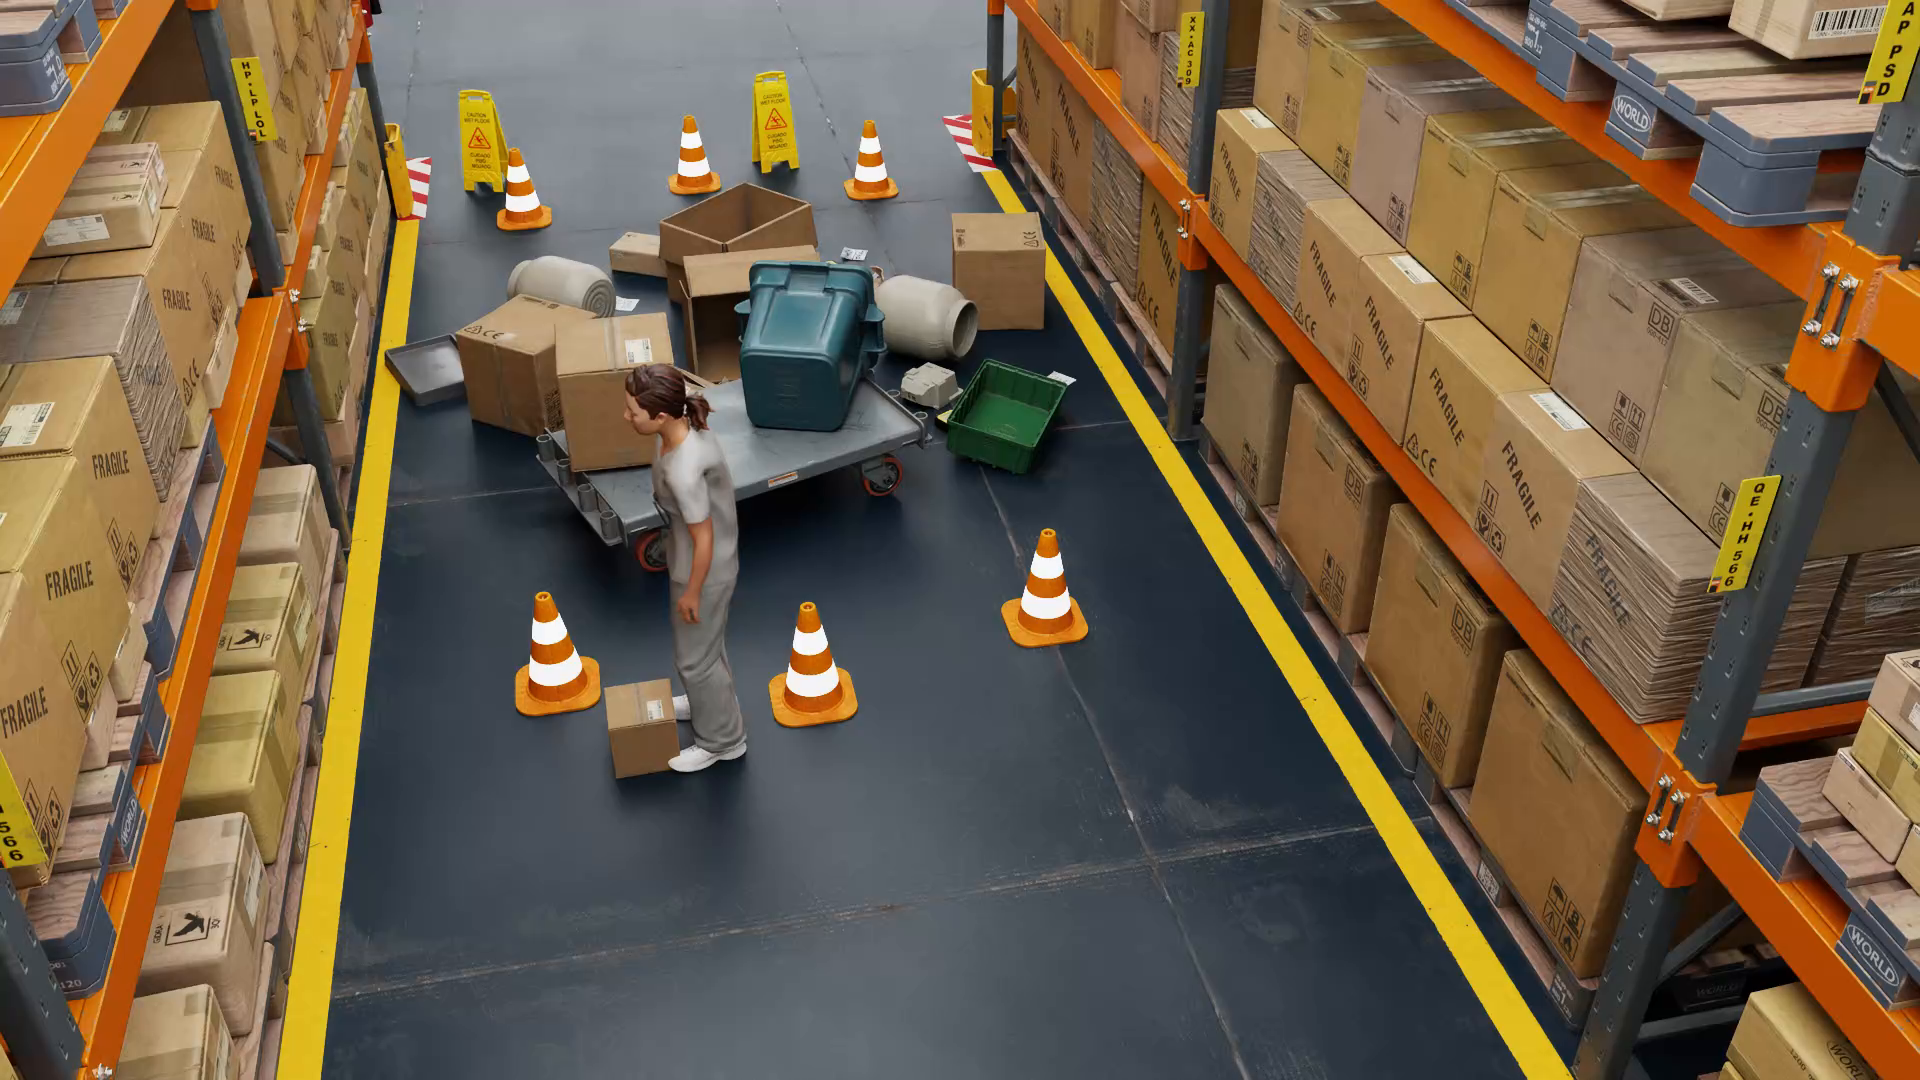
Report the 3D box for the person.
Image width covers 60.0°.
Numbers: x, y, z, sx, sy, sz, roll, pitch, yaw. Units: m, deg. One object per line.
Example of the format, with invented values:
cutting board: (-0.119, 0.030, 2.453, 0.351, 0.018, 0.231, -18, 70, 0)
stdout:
person: (-0.972, 0.094, 6.008, 0.359, 1.672, 0.484, -7, 35, -11)
